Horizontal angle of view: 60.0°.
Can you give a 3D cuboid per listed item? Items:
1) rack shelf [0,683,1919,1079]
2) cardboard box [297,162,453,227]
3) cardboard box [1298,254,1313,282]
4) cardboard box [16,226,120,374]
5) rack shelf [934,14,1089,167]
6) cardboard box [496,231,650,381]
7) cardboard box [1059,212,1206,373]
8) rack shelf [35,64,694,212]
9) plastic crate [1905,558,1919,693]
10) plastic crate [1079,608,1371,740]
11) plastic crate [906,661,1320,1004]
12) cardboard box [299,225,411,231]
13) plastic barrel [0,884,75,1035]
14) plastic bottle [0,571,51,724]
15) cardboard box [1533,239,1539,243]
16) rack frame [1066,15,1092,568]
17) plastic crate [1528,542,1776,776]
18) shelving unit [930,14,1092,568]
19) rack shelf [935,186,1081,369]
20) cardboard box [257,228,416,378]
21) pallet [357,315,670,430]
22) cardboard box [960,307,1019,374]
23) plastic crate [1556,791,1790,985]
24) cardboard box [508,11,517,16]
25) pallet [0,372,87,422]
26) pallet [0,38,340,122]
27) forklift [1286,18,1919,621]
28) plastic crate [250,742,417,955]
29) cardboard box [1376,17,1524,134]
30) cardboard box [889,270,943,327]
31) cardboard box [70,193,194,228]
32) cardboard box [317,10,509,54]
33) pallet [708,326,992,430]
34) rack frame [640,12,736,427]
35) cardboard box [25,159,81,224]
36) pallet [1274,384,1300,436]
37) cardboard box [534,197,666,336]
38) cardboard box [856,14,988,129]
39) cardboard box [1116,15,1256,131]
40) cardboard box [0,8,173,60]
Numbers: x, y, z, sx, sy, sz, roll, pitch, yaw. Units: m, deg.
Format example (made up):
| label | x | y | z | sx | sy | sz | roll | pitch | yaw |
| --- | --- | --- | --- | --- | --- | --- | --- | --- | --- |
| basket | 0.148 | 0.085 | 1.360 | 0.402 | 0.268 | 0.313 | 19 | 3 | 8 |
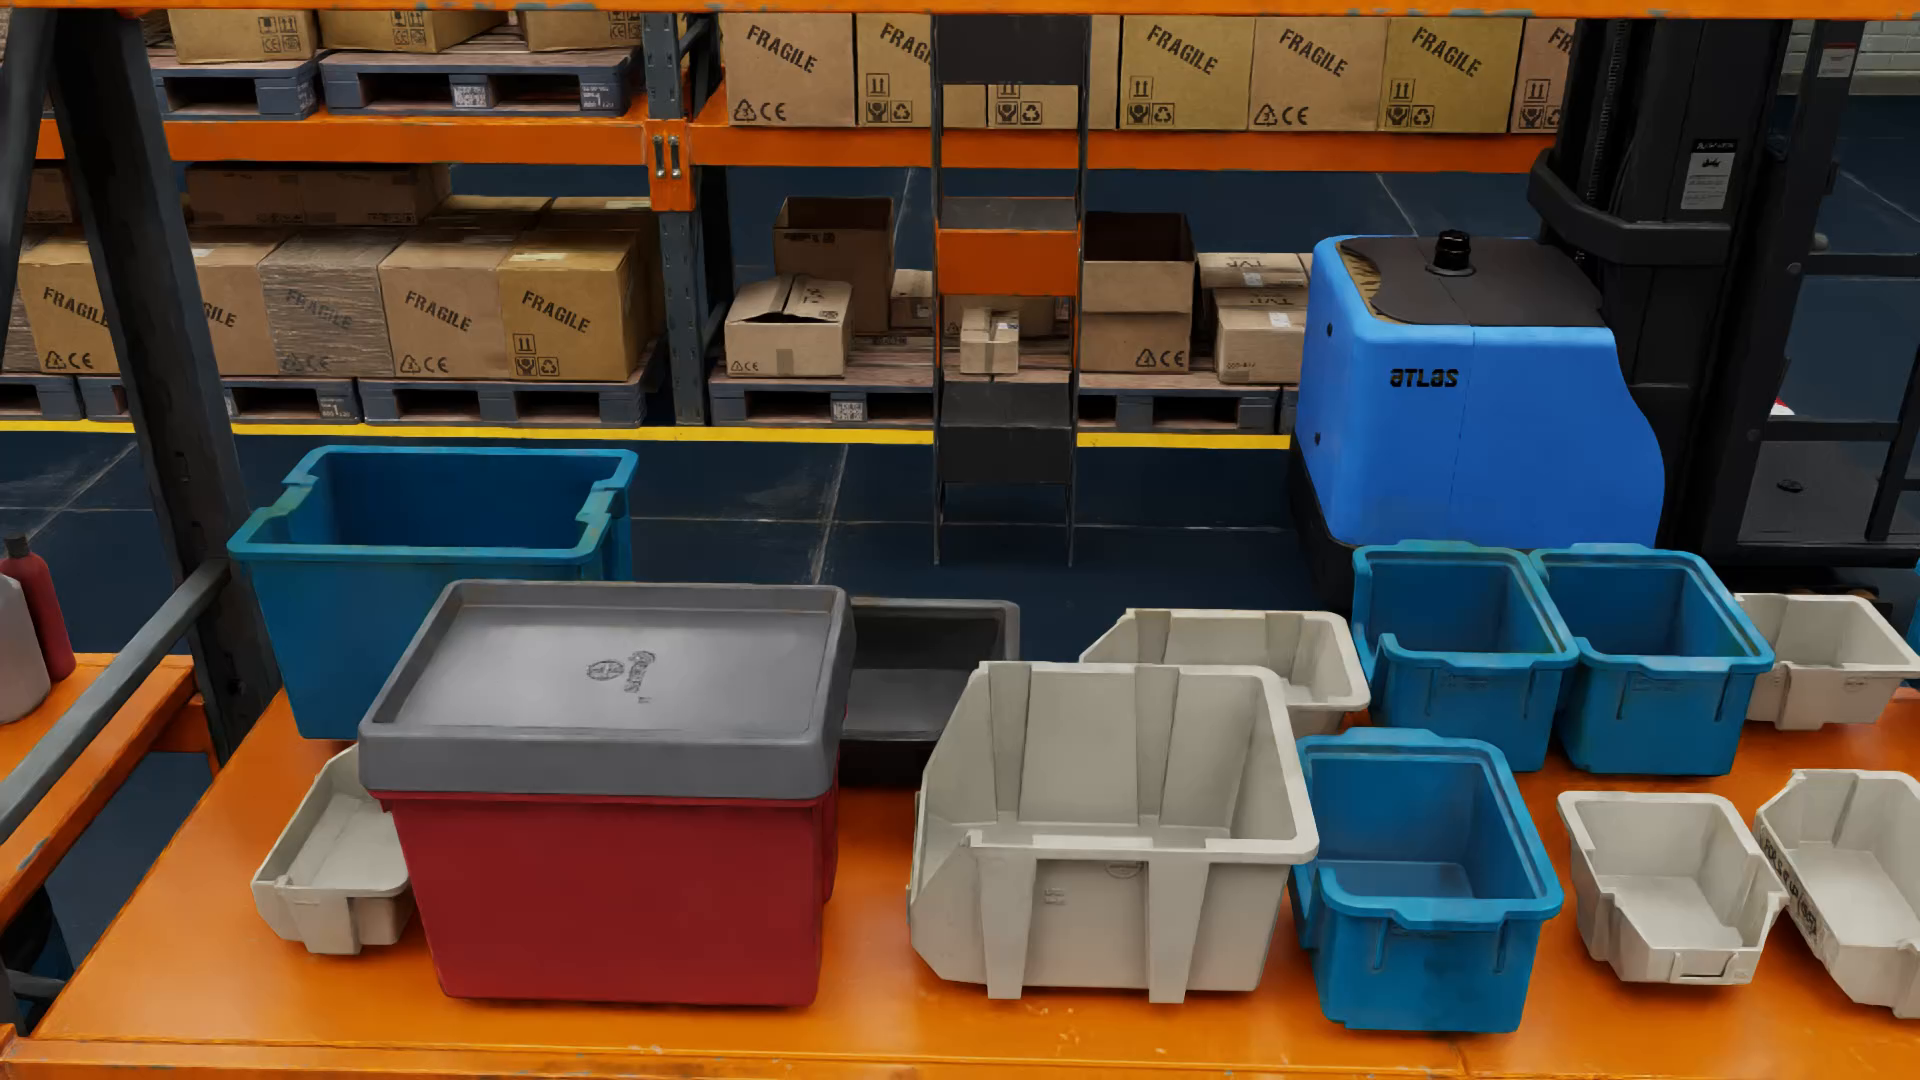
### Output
| label | x | y | z | sx | sy | sz | roll | pitch | yaw |
| --- | --- | --- | --- | --- | --- | --- | --- | --- | --- |
| rack shelf | 0.674 | 0.622 | 2.641 | 4.000 | 0.370 | 1.077 | 1 | 28 | 2 |
| cardboard box | -2.620 | -1.607 | 7.477 | 0.500 | 0.250 | 0.500 | 1 | 28 | 2 |
| cardboard box | 1.818 | -1.110 | 7.608 | 0.500 | 0.250 | 0.500 | 1 | 28 | 2 |
| cardboard box | -3.674 | -1.045 | 7.218 | 0.500 | 0.500 | 0.500 | 1 | 28 | 1 |
| rack shelf | 0.165 | -1.531 | 5.432 | 0.480 | 0.518 | 0.431 | 1 | 28 | 2 |
| cardboard box | -1.649 | -1.011 | 7.154 | 0.500 | 0.500 | 0.500 | 1 | 28 | 2 |
| cardboard box | 0.732 | -1.110 | 7.337 | 0.637 | 0.503 | 0.797 | 1 | 28 | 2 |
| rack shelf | -3.145 | -1.762 | 7.140 | 4.000 | 0.370 | 1.077 | 1 | 28 | 2 |
| plastic crate | 1.780 | 0.216 | 2.755 | 0.300 | 0.233 | 0.416 | 1 | 28 | 2 |
| plastic crate | 0.426 | 0.250 | 2.794 | 0.466 | 0.136 | 0.293 | 1 | 28 | 2 |
| plastic crate | 0.195 | 0.409 | 2.339 | 0.530 | 0.282 | 0.437 | 1 | 28 | 2 |
| cardboard box | -2.653 | -1.274 | 7.651 | 0.500 | 0.500 | 0.500 | 1 | 28 | 2 |
| plastic barrel | -1.868 | 0.996 | 2.960 | 0.708 | 0.901 | 0.600 | 1 | 28 | 2 |
| plastic bottle | -1.705 | 0.135 | 2.845 | 0.185 | 0.351 | 0.144 | 1 | 28 | 2 |
| cardboard box | 2.299 | -0.965 | 7.066 | 0.500 | 0.500 | 0.500 | 1 | 28 | 2 |
| rack frame | 0.409 | -0.921 | 5.745 | 0.015 | 2.100 | 0.400 | 1 | 28 | 2 |
| plastic crate | 1.122 | 0.205 | 2.775 | 0.300 | 0.233 | 0.416 | 1 | 28 | 2 |
| shelving unit | 0.165 | -0.925 | 5.753 | 0.503 | 2.100 | 0.431 | 1 | 28 | 2 |
| rack shelf | 0.165 | -0.913 | 5.759 | 0.480 | 0.518 | 0.431 | 1 | 28 | 2 |
| cardboard box | -2.644 | -1.032 | 7.192 | 0.500 | 0.500 | 0.500 | 1 | 28 | 2 |
| pallet | -1.960 | -0.811 | 7.554 | 1.213 | 0.211 | 1.003 | 1 | 28 | 2 |
| cardboard box | 0.131 | -0.872 | 7.247 | 0.250 | 0.166 | 0.380 | 1 | 28 | 2 |
| plastic crate | 0.987 | 0.498 | 2.326 | 0.250 | 0.136 | 0.298 | 1 | 28 | 2 |
| cardboard box | -3.367 | -3.577 | 11.641 | 0.750 | 0.750 | 0.750 | 1 | 28 | 2 |
| pallet | -4.399 | -0.851 | 7.630 | 1.213 | 0.211 | 1.003 | 1 | 28 | 2 |
| pallet | -3.200 | -1.998 | 7.022 | 1.213 | 0.211 | 1.003 | 1 | 28 | 2 |
| forklift | 2.769 | -1.213 | 5.409 | 3.031 | 2.935 | 1.130 | 1 | 28 | 2 |
| plastic crate | -0.864 | 0.436 | 2.442 | 0.243 | 0.136 | 0.396 | 1 | 28 | 2 |
| cardboard box | 1.876 | -1.912 | 6.547 | 0.500 | 0.500 | 0.500 | 1 | 28 | 2 |
| cardboard box | -0.190 | -1.127 | 7.748 | 0.250 | 0.149 | 0.380 | 1 | 28 | 2 |
| cardboard box | -3.683 | -1.289 | 7.678 | 0.500 | 0.500 | 0.500 | 0 | 28 | 0 |
| cardboard box | -2.301 | -2.371 | 6.965 | 0.500 | 0.500 | 0.700 | 5 | 28 | 10 |
| pallet | -0.460 | -0.803 | 7.540 | 1.213 | 0.211 | 1.003 | 1 | 28 | 2 |
| rack frame | -1.146 | -2.047 | 6.909 | 0.127 | 3.000 | 1.000 | 1 | 28 | 2 |
| cardboard box | -4.144 | -1.630 | 7.520 | 0.500 | 0.250 | 0.500 | 2 | 28 | 4 |
| pallet | 1.979 | -0.763 | 7.464 | 1.213 | 0.211 | 1.003 | 1 | 28 | 2 |
| cardboard box | -1.621 | -1.259 | 7.622 | 0.500 | 0.500 | 0.500 | 0 | 28 | -1 |
| cardboard box | -0.134 | -1.948 | 6.616 | 0.500 | 0.500 | 0.500 | 1 | 28 | 3 |
| cardboard box | 0.874 | -1.931 | 6.584 | 0.500 | 0.500 | 0.500 | 1 | 28 | 1 |
| cardboard box | -3.603 | -2.281 | 6.795 | 0.500 | 0.500 | 0.700 | 6 | 29 | 11 |
